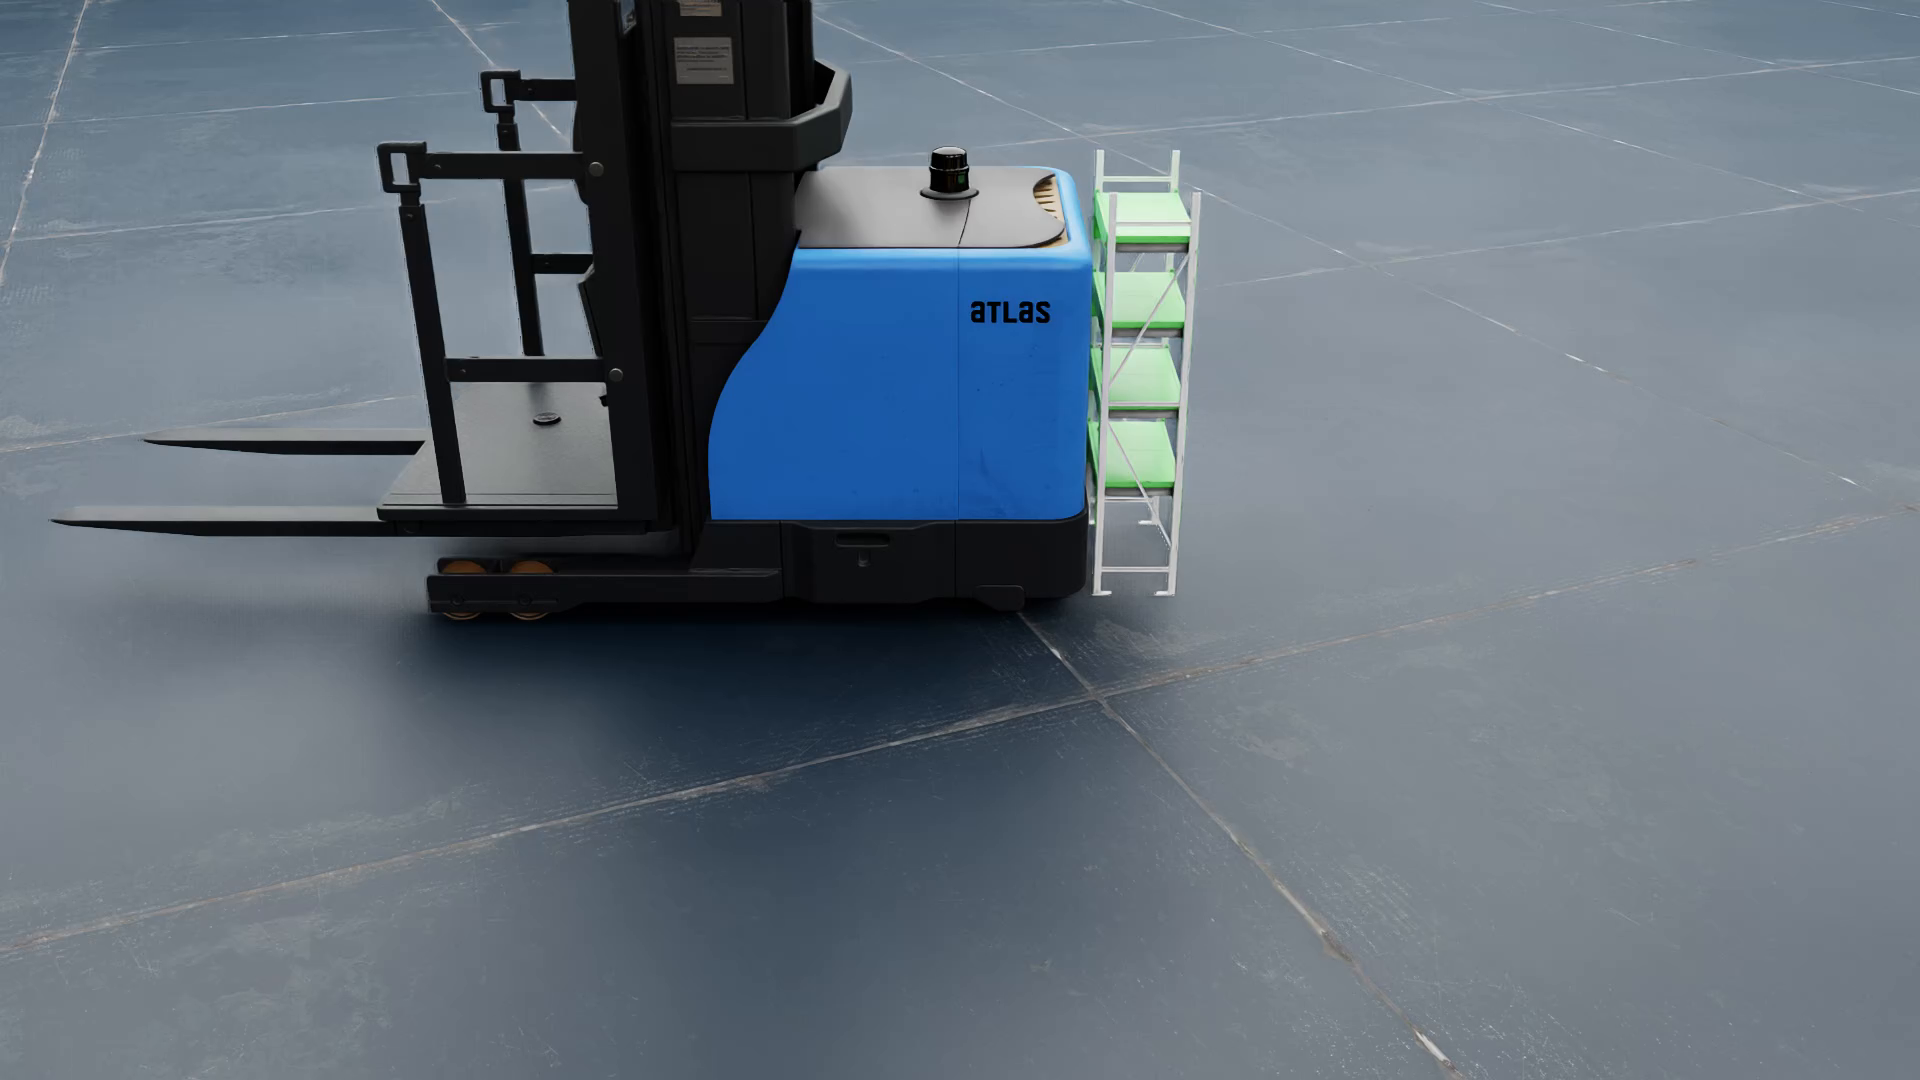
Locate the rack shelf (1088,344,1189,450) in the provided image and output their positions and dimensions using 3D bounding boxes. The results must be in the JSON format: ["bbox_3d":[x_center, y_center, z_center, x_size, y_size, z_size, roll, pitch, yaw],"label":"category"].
[{"bbox_3d":[0.516,-0.427,4.903,0.258,0.148,0.480,0,26,0],"label":"rack shelf"}]

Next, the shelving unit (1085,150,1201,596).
[{"bbox_3d":[0.516,-0.485,4.875,0.258,1.200,0.503,0,26,0],"label":"shelving unit"}]

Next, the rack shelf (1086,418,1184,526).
[{"bbox_3d":[0.515,-0.212,5.008,0.258,0.148,0.480,0,26,0],"label":"rack shelf"}]

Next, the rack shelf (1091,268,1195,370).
[{"bbox_3d":[0.516,-0.643,4.798,0.258,0.148,0.480,0,26,0],"label":"rack shelf"}]

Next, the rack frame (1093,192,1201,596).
[{"bbox_3d":[0.515,-0.378,4.656,0.240,1.200,0.015,0,26,0],"label":"rack frame"}]

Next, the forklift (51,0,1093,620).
[{"bbox_3d":[-1.147,-1.319,4.611,3.031,2.935,1.130,0,26,0],"label":"forklift"}]

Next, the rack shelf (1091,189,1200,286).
[{"bbox_3d":[0.516,-0.859,4.693,0.258,0.148,0.480,0,26,0],"label":"rack shelf"}]

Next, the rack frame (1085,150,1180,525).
[{"bbox_3d":[0.517,-0.592,5.094,0.240,1.200,0.015,0,26,0],"label":"rack frame"}]
